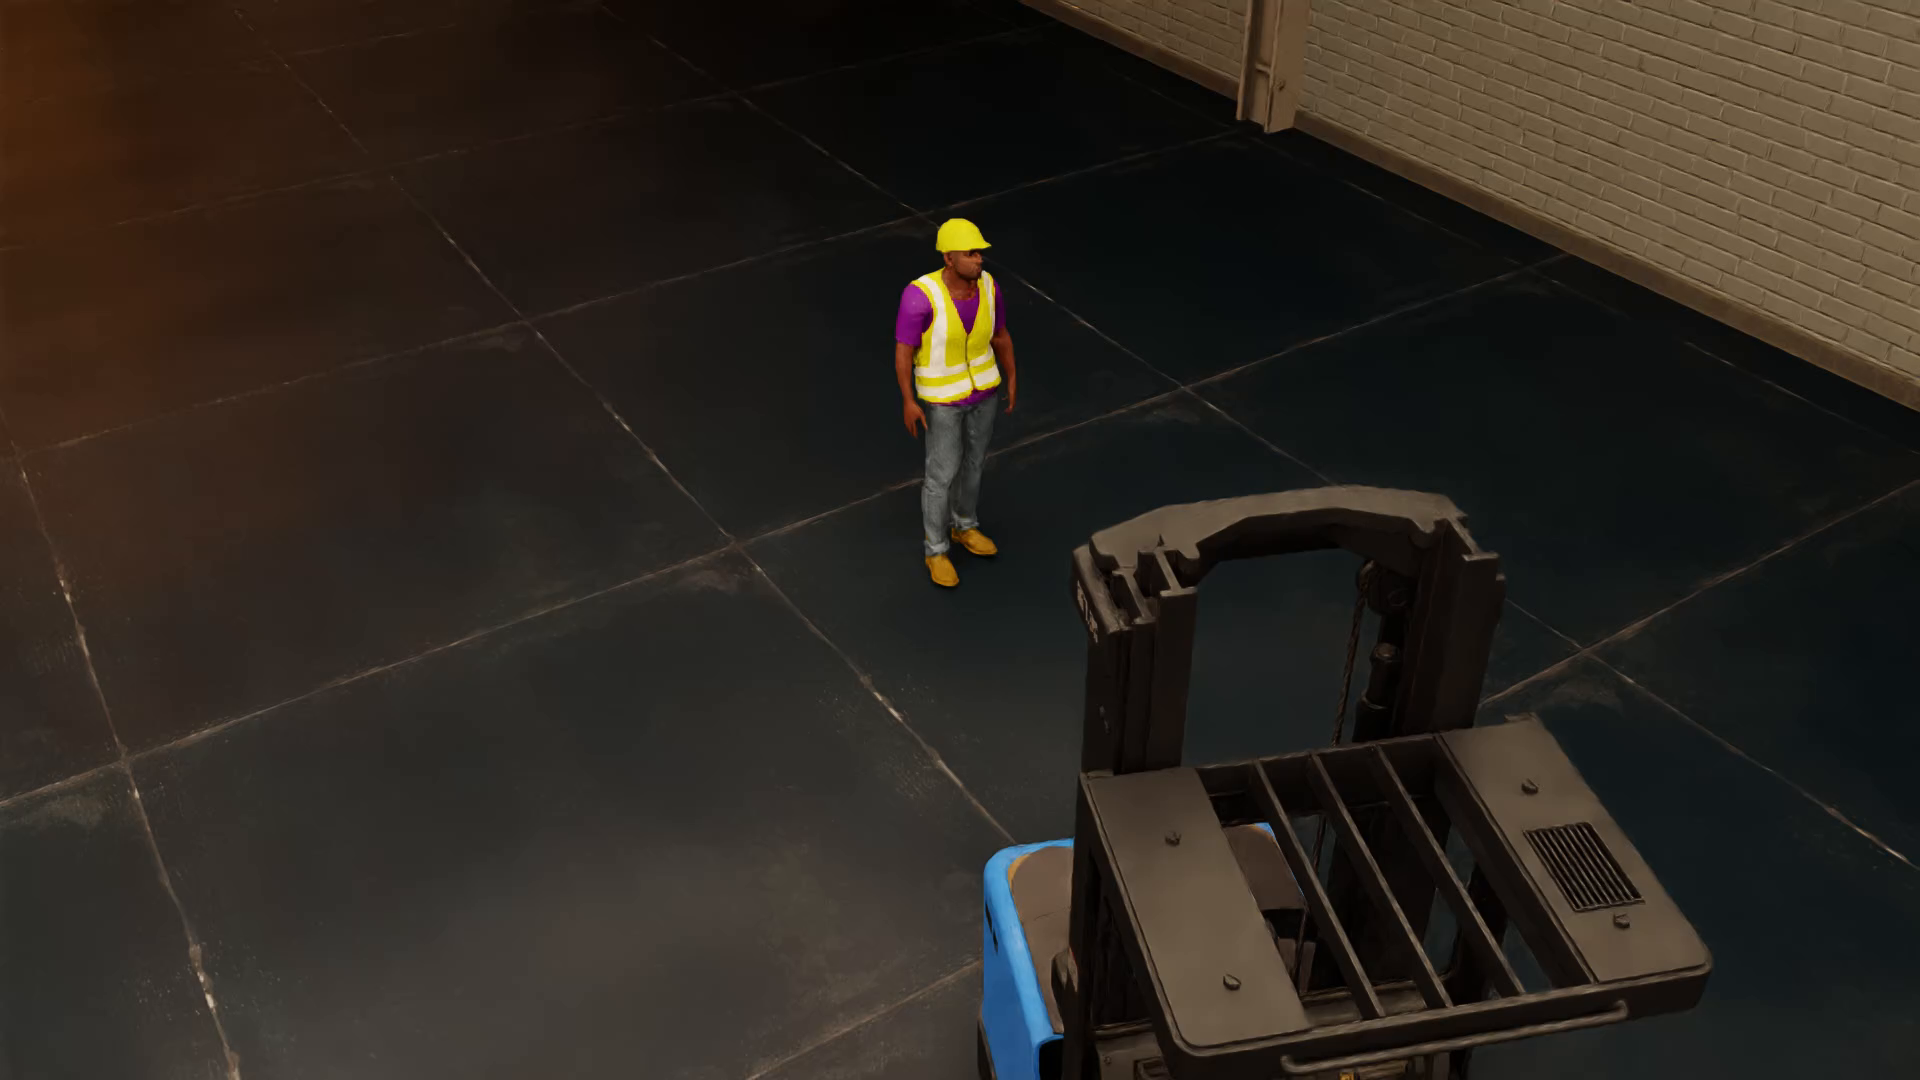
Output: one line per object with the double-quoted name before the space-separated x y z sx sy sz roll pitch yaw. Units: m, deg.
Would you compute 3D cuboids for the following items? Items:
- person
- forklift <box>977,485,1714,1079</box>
"person" 0.033 -0.693 8.135 0.665 1.766 0.576 -21 40 -27
"forklift" 0.848 1.463 4.066 1.130 2.935 3.031 -6 36 -9
